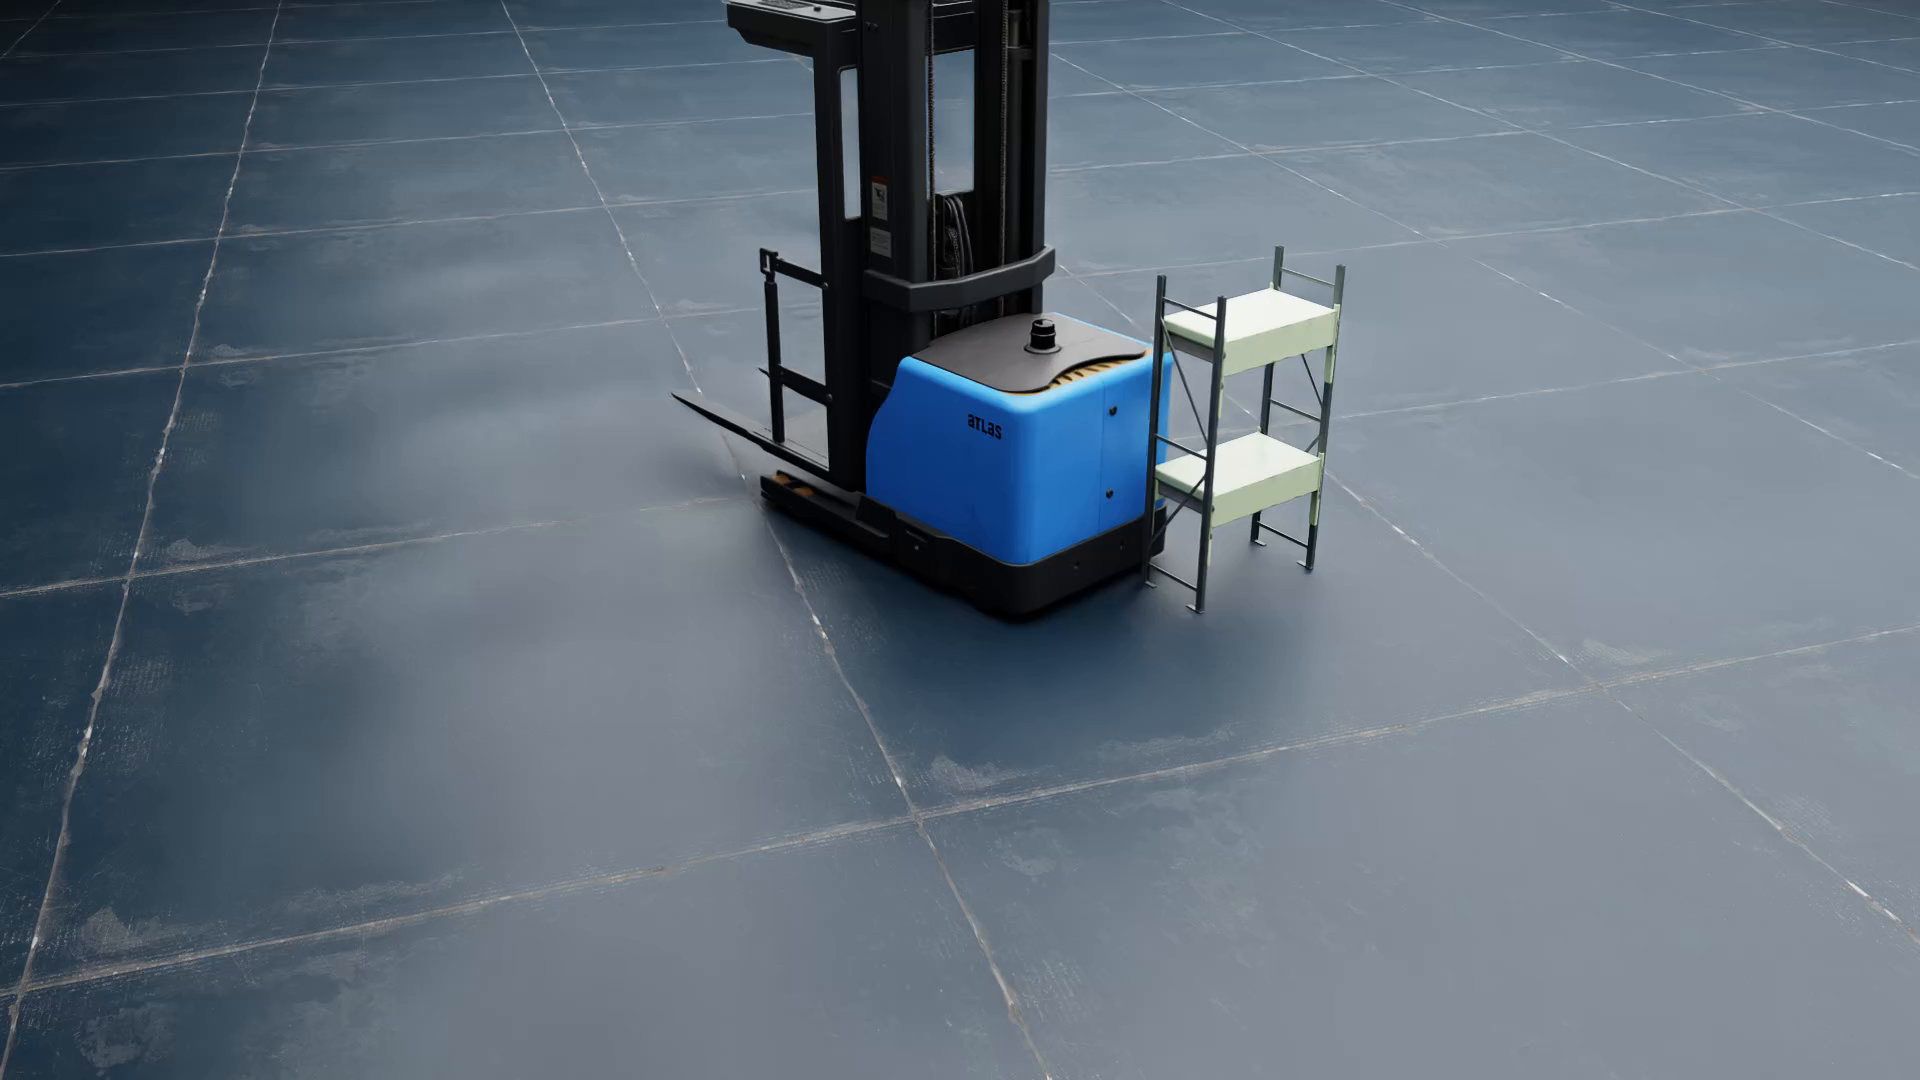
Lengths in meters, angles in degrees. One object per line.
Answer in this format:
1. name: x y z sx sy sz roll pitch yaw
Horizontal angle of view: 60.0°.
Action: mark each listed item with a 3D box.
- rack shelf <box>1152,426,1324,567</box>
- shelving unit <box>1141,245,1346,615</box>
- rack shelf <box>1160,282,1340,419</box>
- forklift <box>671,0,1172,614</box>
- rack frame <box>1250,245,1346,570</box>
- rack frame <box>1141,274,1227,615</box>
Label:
1. rack shelf: 1.275 -0.212 7.724 0.720 0.370 0.431 -19 32 -33
2. shelving unit: 1.275 -0.504 7.579 0.755 1.500 0.431 -19 32 -33
3. rack shelf: 1.275 -0.854 7.406 0.720 0.370 0.431 -19 32 -33
4. forklift: -0.377 -1.554 8.085 1.130 2.935 3.031 -22 34 -37
5. rack frame: 1.567 -0.602 7.777 0.023 1.500 0.400 -19 32 -33
6. rack frame: 0.982 -0.406 7.382 0.023 1.500 0.400 -19 32 -33
